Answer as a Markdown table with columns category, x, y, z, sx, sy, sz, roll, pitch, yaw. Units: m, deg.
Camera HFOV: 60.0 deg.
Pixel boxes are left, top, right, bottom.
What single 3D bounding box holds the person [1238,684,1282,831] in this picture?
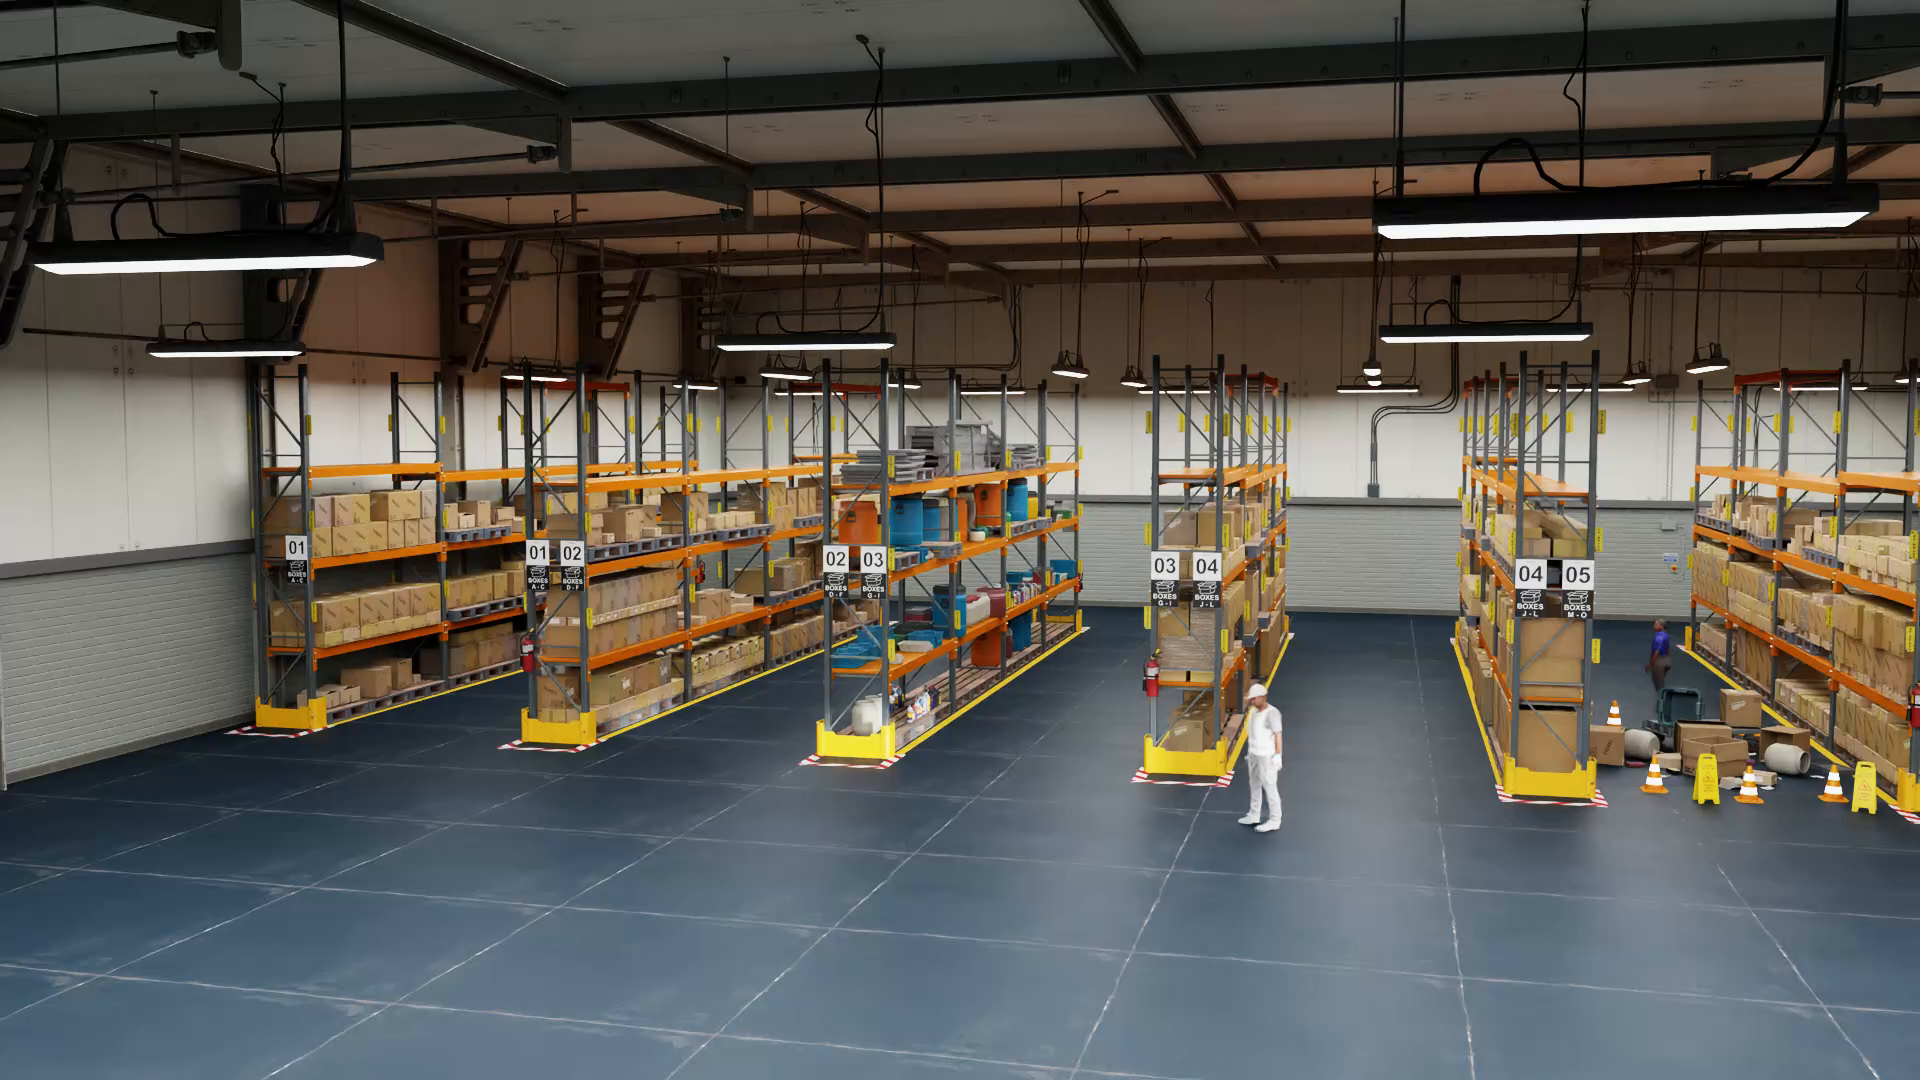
| category | x | y | z | sx | sy | sz | roll | pitch | yaw |
| --- | --- | --- | --- | --- | --- | --- | --- | --- | --- |
| person | 3.730 | 2.678 | 20.698 | 0.430 | 1.780 | 0.628 | -1 | 4 | -21 |

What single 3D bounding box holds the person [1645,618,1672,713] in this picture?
| category | x | y | z | sx | sy | sz | roll | pitch | yaw |
| --- | --- | --- | --- | --- | --- | --- | --- | --- | --- |
| person | 12.128 | 2.191 | 28.859 | 0.522 | 1.665 | 0.498 | -2 | 4 | -28 |

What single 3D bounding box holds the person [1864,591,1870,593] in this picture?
| category | x | y | z | sx | sy | sz | roll | pitch | yaw |
| --- | --- | --- | --- | --- | --- | --- | --- | --- | --- |
| person | 18.754 | 1.791 | 34.485 | 0.421 | 1.688 | 0.514 | 2 | 5 | 32 |

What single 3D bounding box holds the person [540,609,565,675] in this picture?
| category | x | y | z | sx | sy | sz | roll | pitch | yaw |
| --- | --- | --- | --- | --- | --- | --- | --- | --- | --- |
| person | -7.183 | 2.075 | 29.552 | 0.575 | 1.784 | 0.601 | 3 | 5 | 33 |
